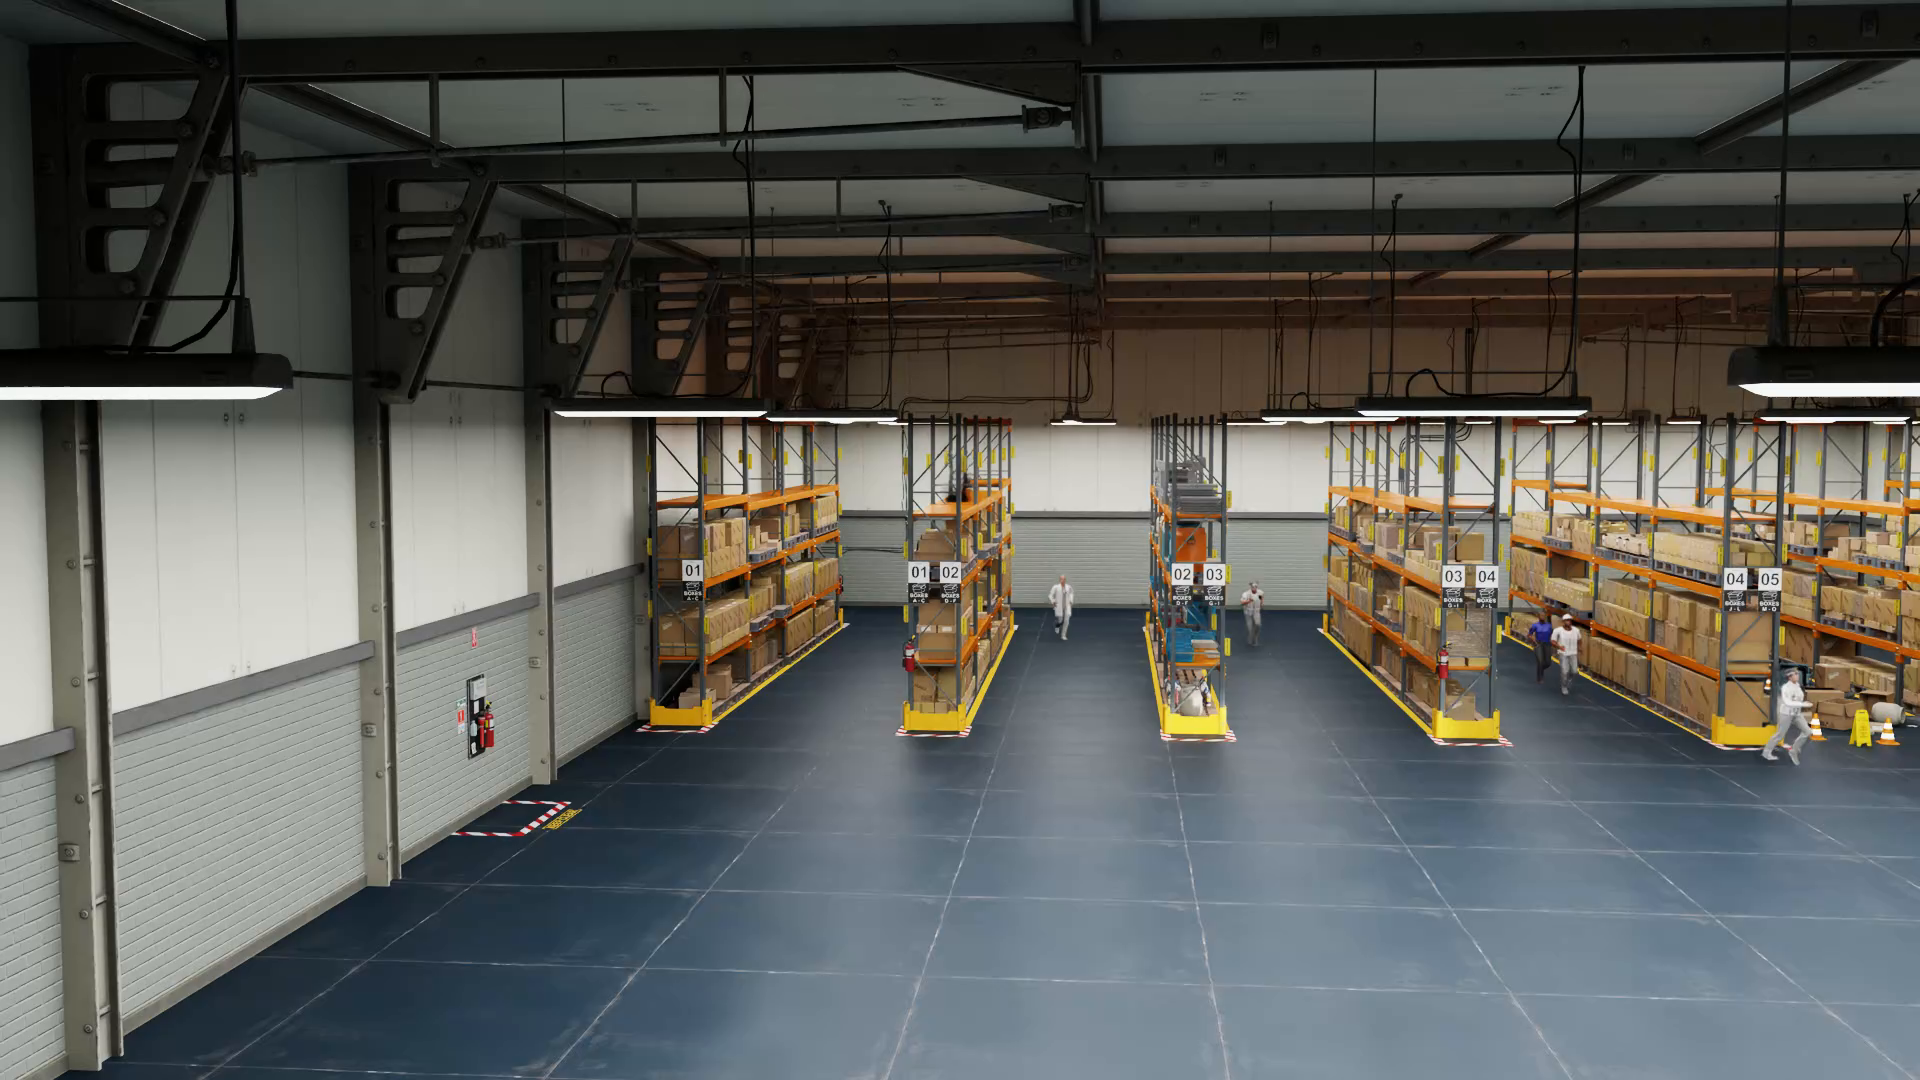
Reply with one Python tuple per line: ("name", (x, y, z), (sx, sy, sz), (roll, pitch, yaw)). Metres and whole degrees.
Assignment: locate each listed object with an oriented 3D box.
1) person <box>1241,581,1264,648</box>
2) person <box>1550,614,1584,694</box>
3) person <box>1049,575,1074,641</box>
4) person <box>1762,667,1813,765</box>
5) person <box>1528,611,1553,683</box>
("person", (7.658, 1.932, 43.534), (0.644, 1.744, 0.928), (0, 4, 2))
("person", (13.082, 2.456, 35.796), (0.698, 1.720, 0.579), (0, 4, 3))
("person", (2.774, 1.871, 45.107), (0.711, 1.664, 0.776), (-1, 4, -12))
("person", (14.108, 2.973, 28.246), (0.620, 1.691, 0.835), (-2, 4, -31))
("person", (13.062, 2.405, 37.376), (0.574, 1.603, 0.546), (0, 4, 1))
